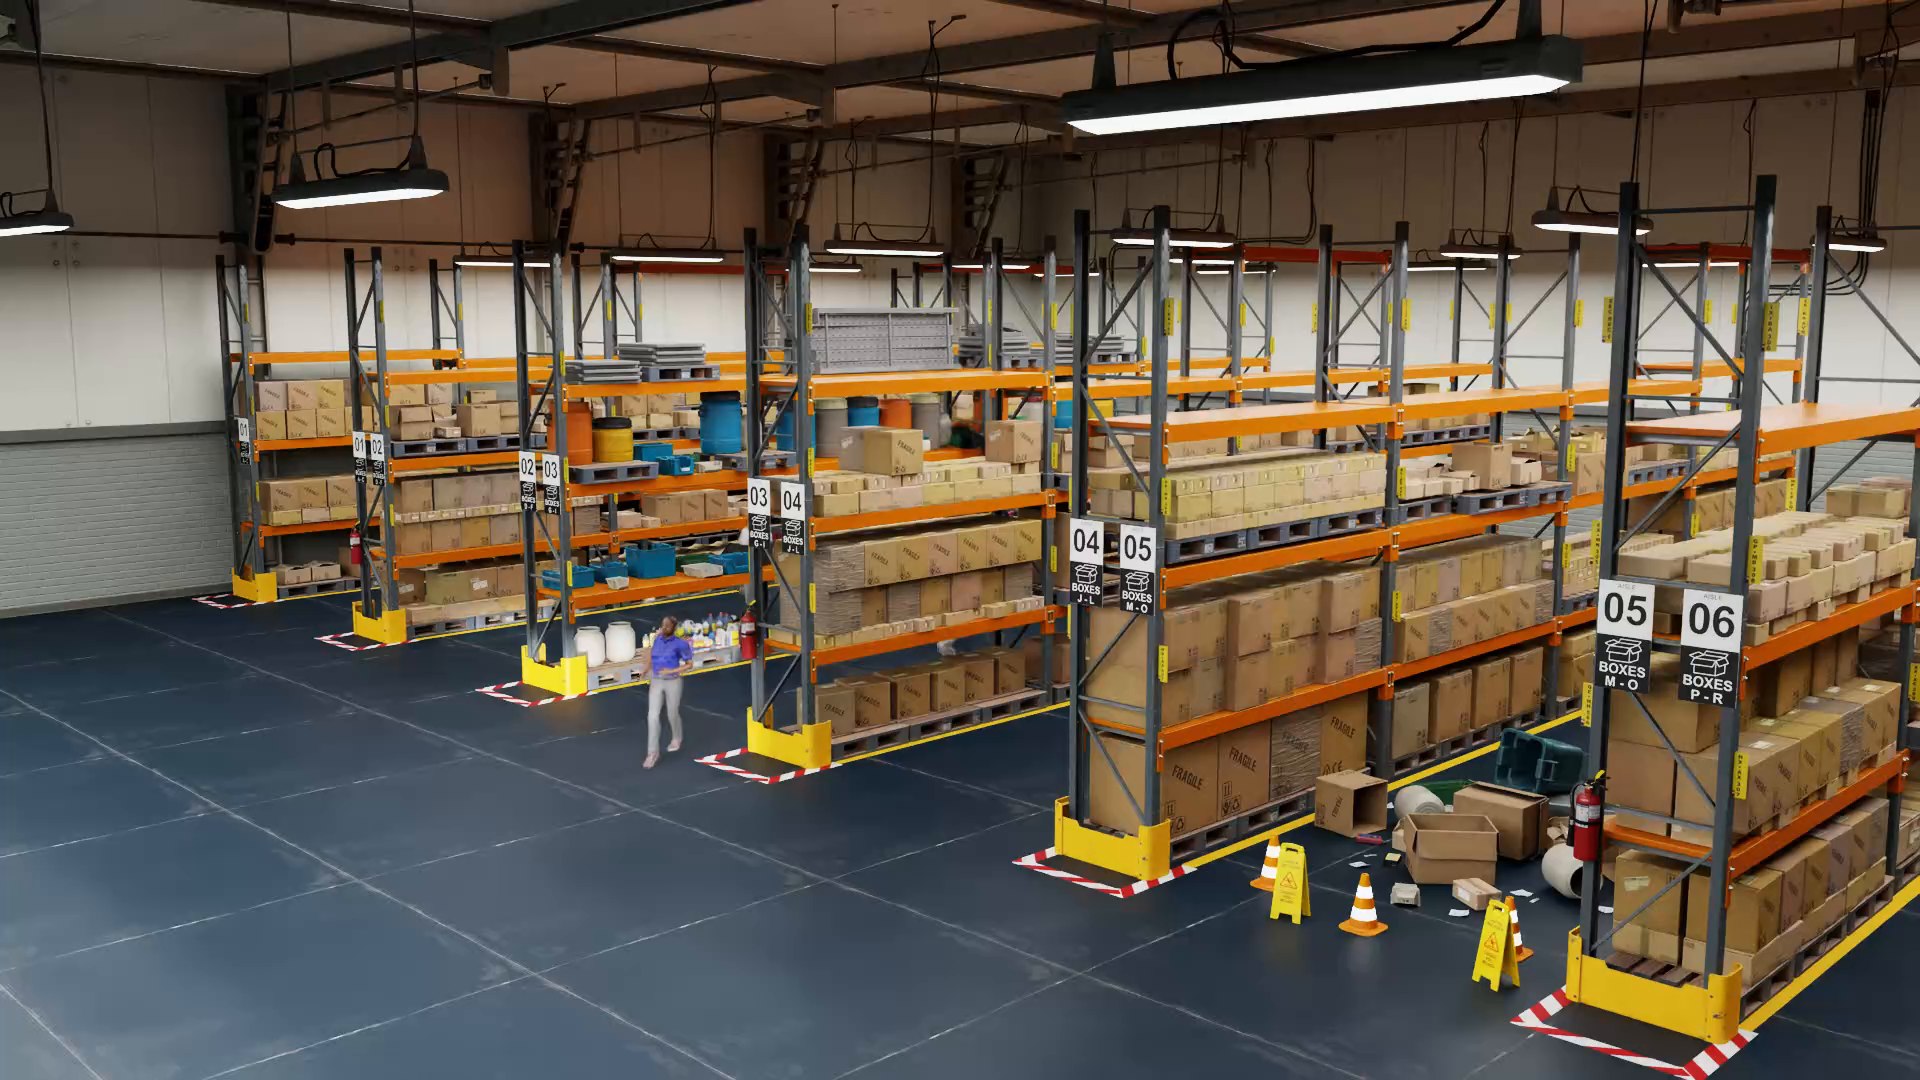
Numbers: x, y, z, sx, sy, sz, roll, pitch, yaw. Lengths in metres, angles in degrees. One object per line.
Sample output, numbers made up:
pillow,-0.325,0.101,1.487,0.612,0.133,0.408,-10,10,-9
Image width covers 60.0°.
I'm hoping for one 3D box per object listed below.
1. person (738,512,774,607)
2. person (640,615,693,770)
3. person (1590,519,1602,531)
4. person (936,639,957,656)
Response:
person,-3.348,0.394,27.059,0.660,1.759,0.722,5,9,31
person,-3.321,1.688,18.865,0.643,1.686,0.875,1,8,9
person,10.179,0.523,26.706,0.839,1.753,0.711,-7,11,-42
person,-0.193,1.093,22.553,0.632,1.742,0.614,7,11,40
